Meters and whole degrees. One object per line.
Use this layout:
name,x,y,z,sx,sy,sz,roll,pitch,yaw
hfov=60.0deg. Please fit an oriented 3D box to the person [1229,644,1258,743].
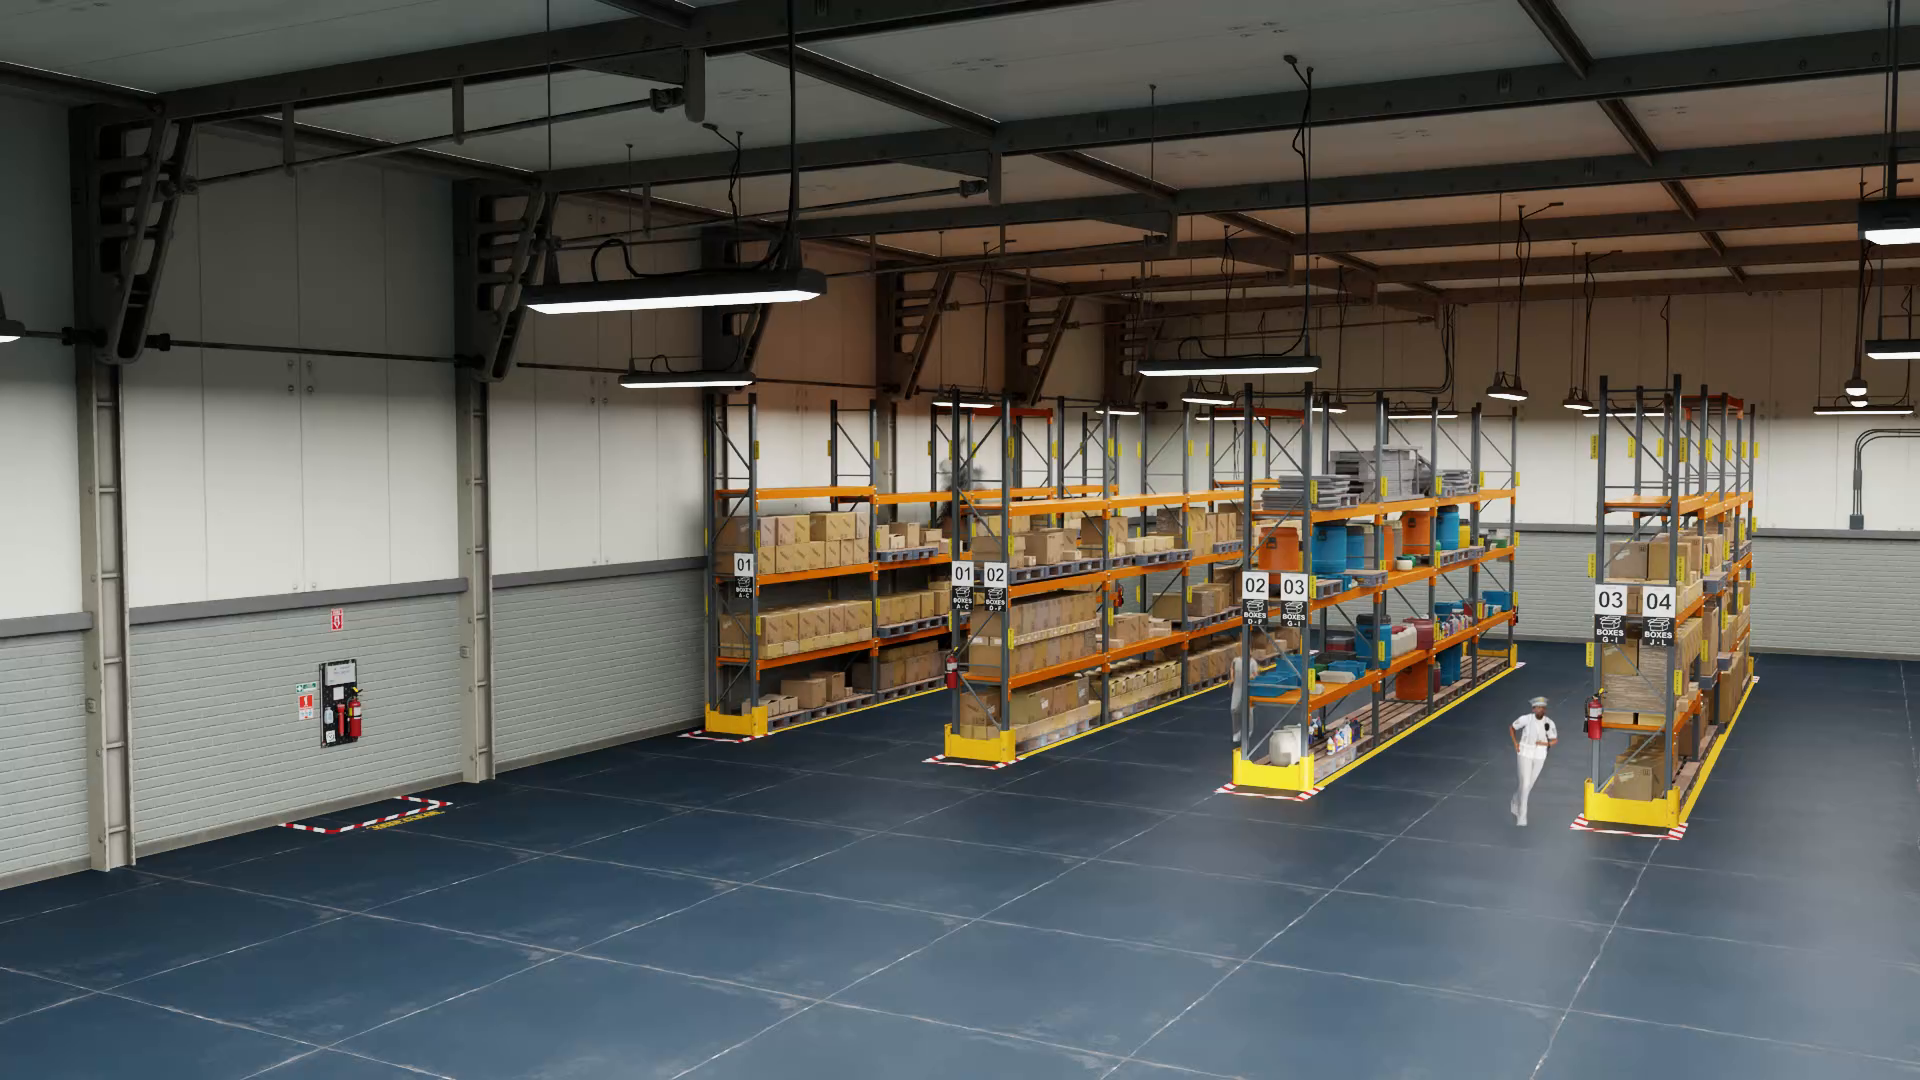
person,4.881,2.620,28.647,0.531,1.720,0.738,1,3,21

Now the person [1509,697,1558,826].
person,7.749,2.966,22.492,0.573,1.745,0.774,0,3,1
